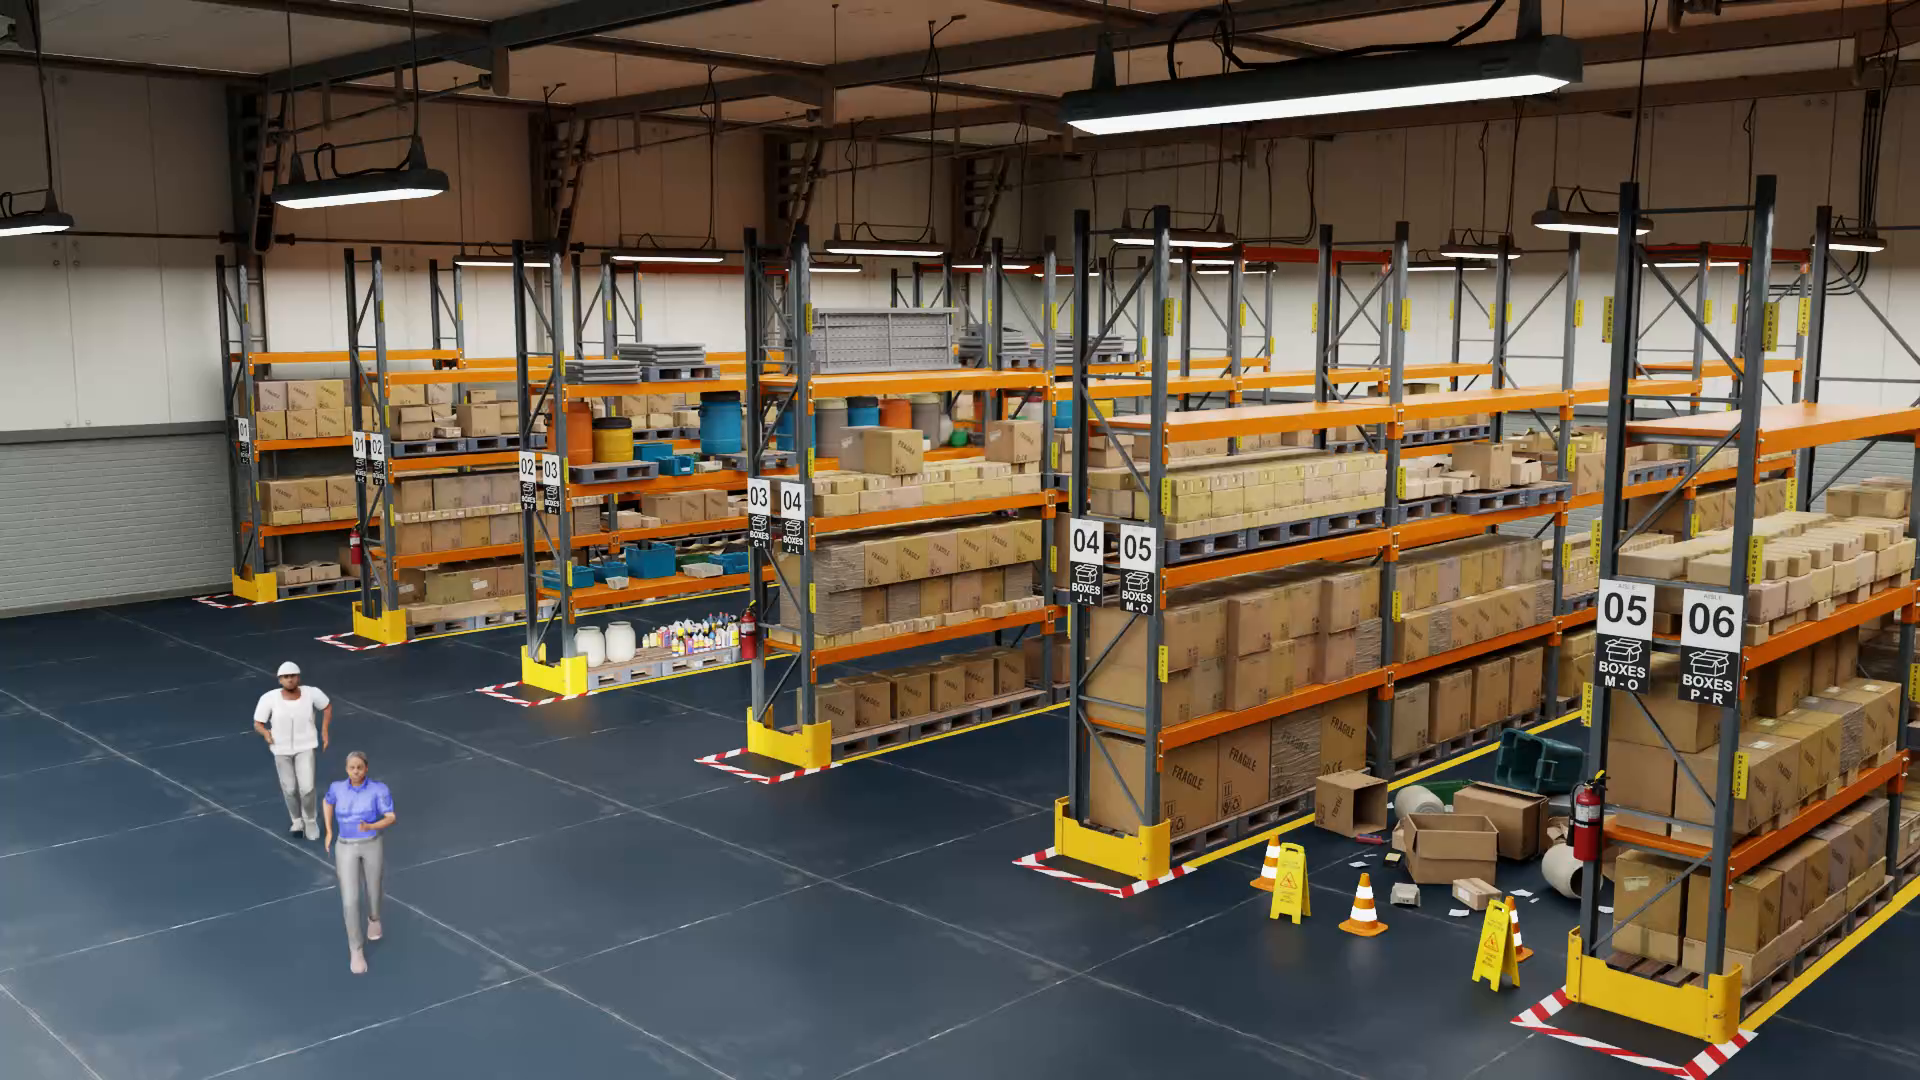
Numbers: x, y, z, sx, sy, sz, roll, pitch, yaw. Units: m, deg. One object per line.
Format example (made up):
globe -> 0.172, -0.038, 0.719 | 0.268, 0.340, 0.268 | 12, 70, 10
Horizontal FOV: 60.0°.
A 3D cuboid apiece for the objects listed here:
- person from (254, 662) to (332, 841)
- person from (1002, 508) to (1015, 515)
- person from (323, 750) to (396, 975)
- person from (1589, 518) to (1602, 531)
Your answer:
person -> -6.424, 2.050, 16.029 | 0.691, 1.783, 0.704 | -2, 8, -16
person -> 0.928, -0.252, 32.895 | 0.537, 1.567, 0.495 | 6, 10, 35
person -> -4.744, 2.484, 13.181 | 0.547, 1.704, 0.863 | -3, 9, -19
person -> 10.293, 0.525, 26.712 | 0.704, 1.774, 0.672 | -6, 10, -36
